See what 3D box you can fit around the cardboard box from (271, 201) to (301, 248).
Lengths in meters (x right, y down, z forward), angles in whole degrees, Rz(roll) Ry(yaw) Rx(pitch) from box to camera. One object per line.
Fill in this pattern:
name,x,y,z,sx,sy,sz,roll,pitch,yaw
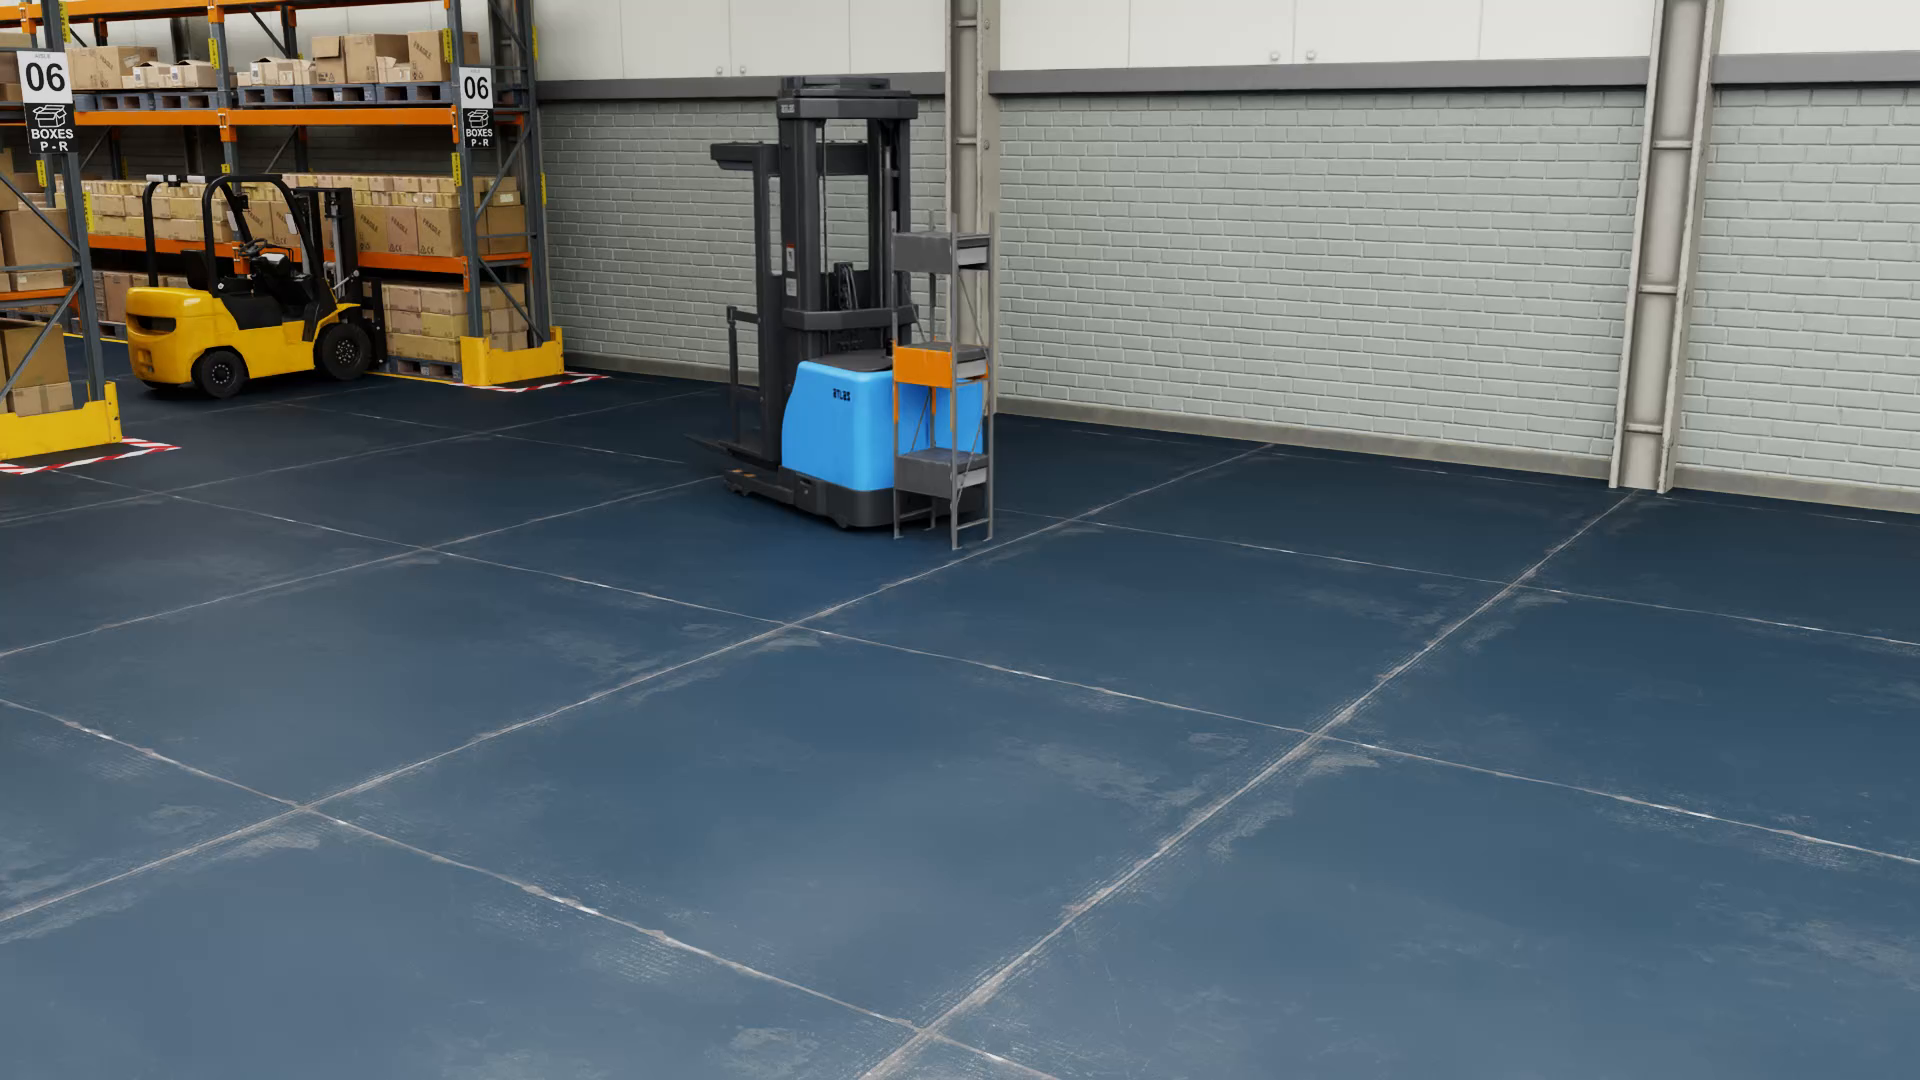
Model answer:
cardboard box,-7.445,-3.598,18.907,0.500,0.500,0.500,10,17,34

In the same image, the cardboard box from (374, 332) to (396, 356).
cardboard box,-6.174,-2.198,18.307,0.500,0.250,0.500,9,17,33

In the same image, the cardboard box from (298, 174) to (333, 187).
cardboard box,-7.140,-4.000,18.560,0.250,0.149,0.380,9,16,32

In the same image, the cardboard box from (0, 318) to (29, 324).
cardboard box,-8.529,-1.670,14.613,0.500,0.500,0.500,8,16,31

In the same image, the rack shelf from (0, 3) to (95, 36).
rack shelf,-13.088,-6.901,22.303,4.000,0.370,1.077,9,17,33

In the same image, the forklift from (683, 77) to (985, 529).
forklift,-1.082,-1.797,11.984,1.130,2.935,3.031,-9,17,-34

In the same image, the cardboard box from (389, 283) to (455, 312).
cardboard box,-5.773,-2.612,17.902,0.500,0.250,0.500,10,17,34

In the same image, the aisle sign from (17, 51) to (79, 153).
aisle sign,-7.333,-3.516,13.375,0.004,0.787,0.394,9,17,33

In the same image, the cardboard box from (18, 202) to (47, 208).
cardboard box,-12.188,-4.357,21.832,0.250,0.149,0.380,10,17,34

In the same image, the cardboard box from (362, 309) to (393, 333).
cardboard box,-6.219,-2.440,18.247,0.500,0.250,0.500,9,16,32

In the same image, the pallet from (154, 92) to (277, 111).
pallet,-8.849,-5.206,19.769,1.217,0.209,0.805,8,16,31

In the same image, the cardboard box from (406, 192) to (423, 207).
cardboard box,-5.644,-3.621,17.648,0.250,0.149,0.380,10,17,34

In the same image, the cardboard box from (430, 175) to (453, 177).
cardboard box,-5.572,-3.897,18.147,0.250,0.149,0.380,9,17,33

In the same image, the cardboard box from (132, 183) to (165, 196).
cardboard box,-9.857,-4.278,20.305,0.250,0.149,0.380,9,16,31

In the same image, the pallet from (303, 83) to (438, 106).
pallet,-6.379,-4.868,18.186,1.213,0.211,1.003,9,17,33

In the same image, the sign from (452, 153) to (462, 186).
sign,-5.105,-3.762,16.875,0.005,0.325,0.100,9,17,33

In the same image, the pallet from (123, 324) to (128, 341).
pallet,-9.759,-2.628,21.002,1.213,0.211,1.003,9,17,33

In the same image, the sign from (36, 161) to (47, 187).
sign,-11.723,-4.678,21.234,0.005,0.325,0.100,9,17,33

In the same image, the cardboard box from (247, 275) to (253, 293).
cardboard box,-7.883,-2.955,19.284,0.500,0.250,0.500,9,16,32

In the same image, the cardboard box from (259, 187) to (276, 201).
cardboard box,-7.776,-3.961,19.025,0.250,0.149,0.380,10,17,34

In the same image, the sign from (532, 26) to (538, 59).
sign,-4.476,-5.220,17.441,0.005,0.325,0.100,9,17,33

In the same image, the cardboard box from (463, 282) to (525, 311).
cardboard box,-5.083,-2.648,18.044,0.500,0.250,0.500,9,16,32

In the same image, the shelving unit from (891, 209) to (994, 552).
shelving unit,-0.107,-1.020,10.575,0.503,2.100,0.431,11,18,38

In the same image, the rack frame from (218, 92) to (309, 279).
rack frame,-8.109,-3.728,19.639,0.127,3.000,1.000,9,17,33

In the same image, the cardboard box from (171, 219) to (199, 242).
cardboard box,-9.094,-3.736,19.987,0.500,0.250,0.500,9,17,32

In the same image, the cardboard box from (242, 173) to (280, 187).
cardboard box,-8.010,-4.133,19.101,0.250,0.149,0.380,10,17,34

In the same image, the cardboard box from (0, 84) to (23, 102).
cardboard box,-7.651,-3.644,13.583,0.250,0.149,0.380,9,17,33

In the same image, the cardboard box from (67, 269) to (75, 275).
cardboard box,-11.980,-3.585,22.041,0.250,0.149,0.380,8,16,30

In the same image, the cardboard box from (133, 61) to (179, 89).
cardboard box,-9.483,-5.544,19.838,0.500,0.311,0.500,9,16,31

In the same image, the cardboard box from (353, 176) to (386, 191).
cardboard box,-6.320,-3.856,17.981,0.250,0.149,0.380,10,17,34

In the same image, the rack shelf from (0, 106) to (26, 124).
rack shelf,-9.217,-3.576,14.281,4.000,0.370,1.077,9,17,33

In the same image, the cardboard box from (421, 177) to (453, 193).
cardboard box,-5.427,-3.732,17.479,0.250,0.149,0.380,9,17,33

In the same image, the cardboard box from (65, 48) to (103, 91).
cardboard box,-10.963,-5.875,20.782,0.500,0.500,0.500,9,17,33

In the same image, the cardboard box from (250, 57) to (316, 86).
cardboard box,-7.555,-5.233,18.580,0.500,0.311,0.500,10,17,34

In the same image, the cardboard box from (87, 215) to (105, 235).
cardboard box,-10.782,-4.014,21.110,0.500,0.250,0.500,9,16,32

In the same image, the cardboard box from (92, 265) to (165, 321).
cardboard box,-10.919,-3.229,21.692,0.625,0.625,0.875,10,17,35

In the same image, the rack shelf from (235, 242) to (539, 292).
rack shelf,-6.450,-3.110,18.642,4.000,0.370,1.077,9,17,33

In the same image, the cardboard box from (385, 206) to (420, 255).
cardboard box,-5.771,-3.325,17.803,0.500,0.500,0.500,10,17,35

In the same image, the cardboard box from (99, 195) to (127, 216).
cardboard box,-10.358,-4.184,20.756,0.500,0.250,0.500,9,16,31

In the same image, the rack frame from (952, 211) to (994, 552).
rack frame,0.082,-0.983,10.425,0.015,2.100,0.400,11,18,38

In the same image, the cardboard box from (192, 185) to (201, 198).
cardboard box,-8.915,-4.167,19.855,0.250,0.149,0.380,9,17,33

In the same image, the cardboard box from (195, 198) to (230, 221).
cardboard box,-8.660,-3.912,19.657,0.500,0.250,0.500,9,16,32

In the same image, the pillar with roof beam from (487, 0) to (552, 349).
pillar with roof beam,-7.268,-5.518,14.387,0.400,9.000,9.100,9,17,33

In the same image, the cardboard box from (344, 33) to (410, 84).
cardboard box,-6.088,-5.116,17.716,0.500,0.500,0.700,9,17,33

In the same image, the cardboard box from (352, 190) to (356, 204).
cardboard box,-6.469,-3.764,18.227,0.250,0.149,0.380,9,17,32

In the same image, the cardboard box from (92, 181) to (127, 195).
cardboard box,-10.655,-4.428,20.912,0.250,0.149,0.380,9,17,33

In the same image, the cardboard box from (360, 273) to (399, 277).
cardboard box,-6.752,-2.919,19.140,0.500,0.250,0.500,9,17,33

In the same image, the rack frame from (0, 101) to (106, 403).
rack frame,-7.557,-2.201,13.472,0.127,3.000,1.000,9,17,33

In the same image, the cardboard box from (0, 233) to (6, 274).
cardboard box,-8.162,-2.412,13.496,0.500,0.500,0.500,9,16,32
